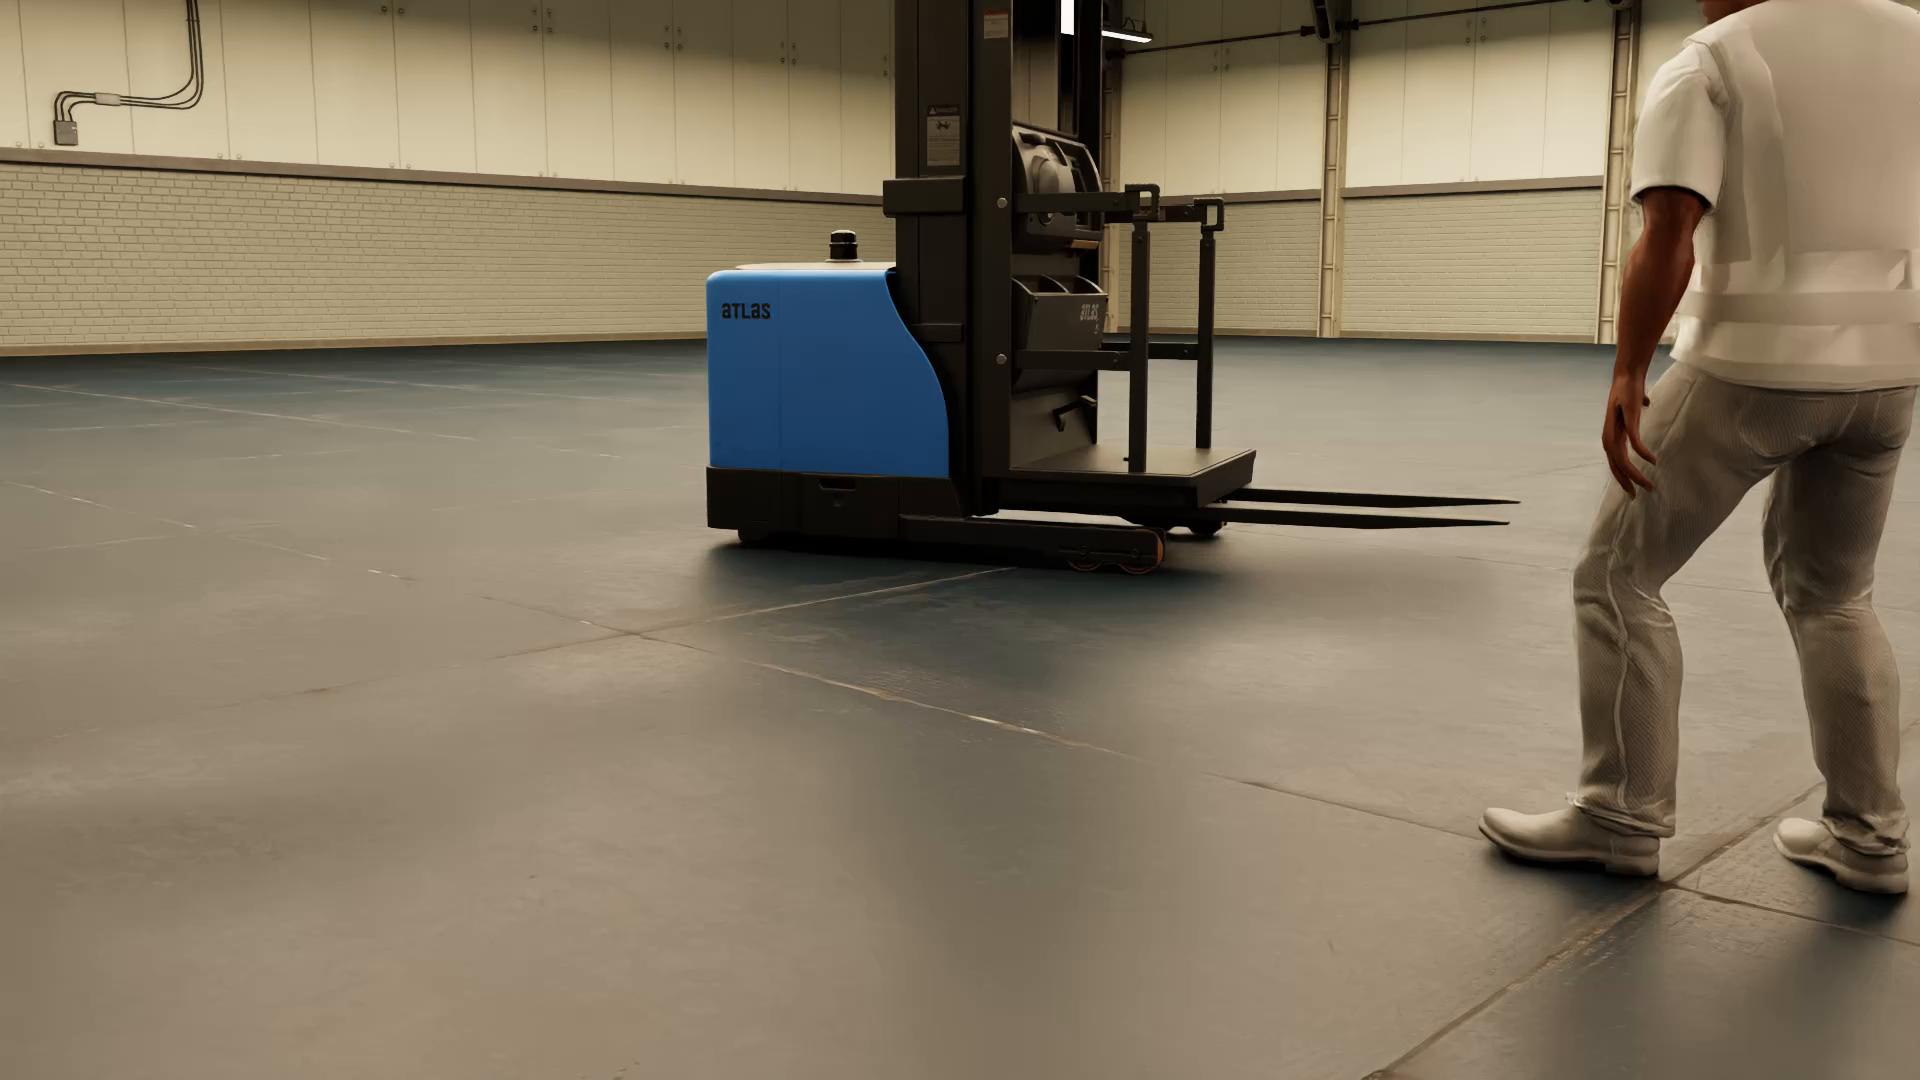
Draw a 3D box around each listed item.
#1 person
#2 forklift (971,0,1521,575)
[{"bbox_3d":[1.394,-0.285,2.848,0.890,1.731,0.457,-1,9,-8],"label":"person"},{"bbox_3d":[0.563,-1.415,6.272,3.031,2.935,1.121,3,9,22],"label":"forklift"}]
